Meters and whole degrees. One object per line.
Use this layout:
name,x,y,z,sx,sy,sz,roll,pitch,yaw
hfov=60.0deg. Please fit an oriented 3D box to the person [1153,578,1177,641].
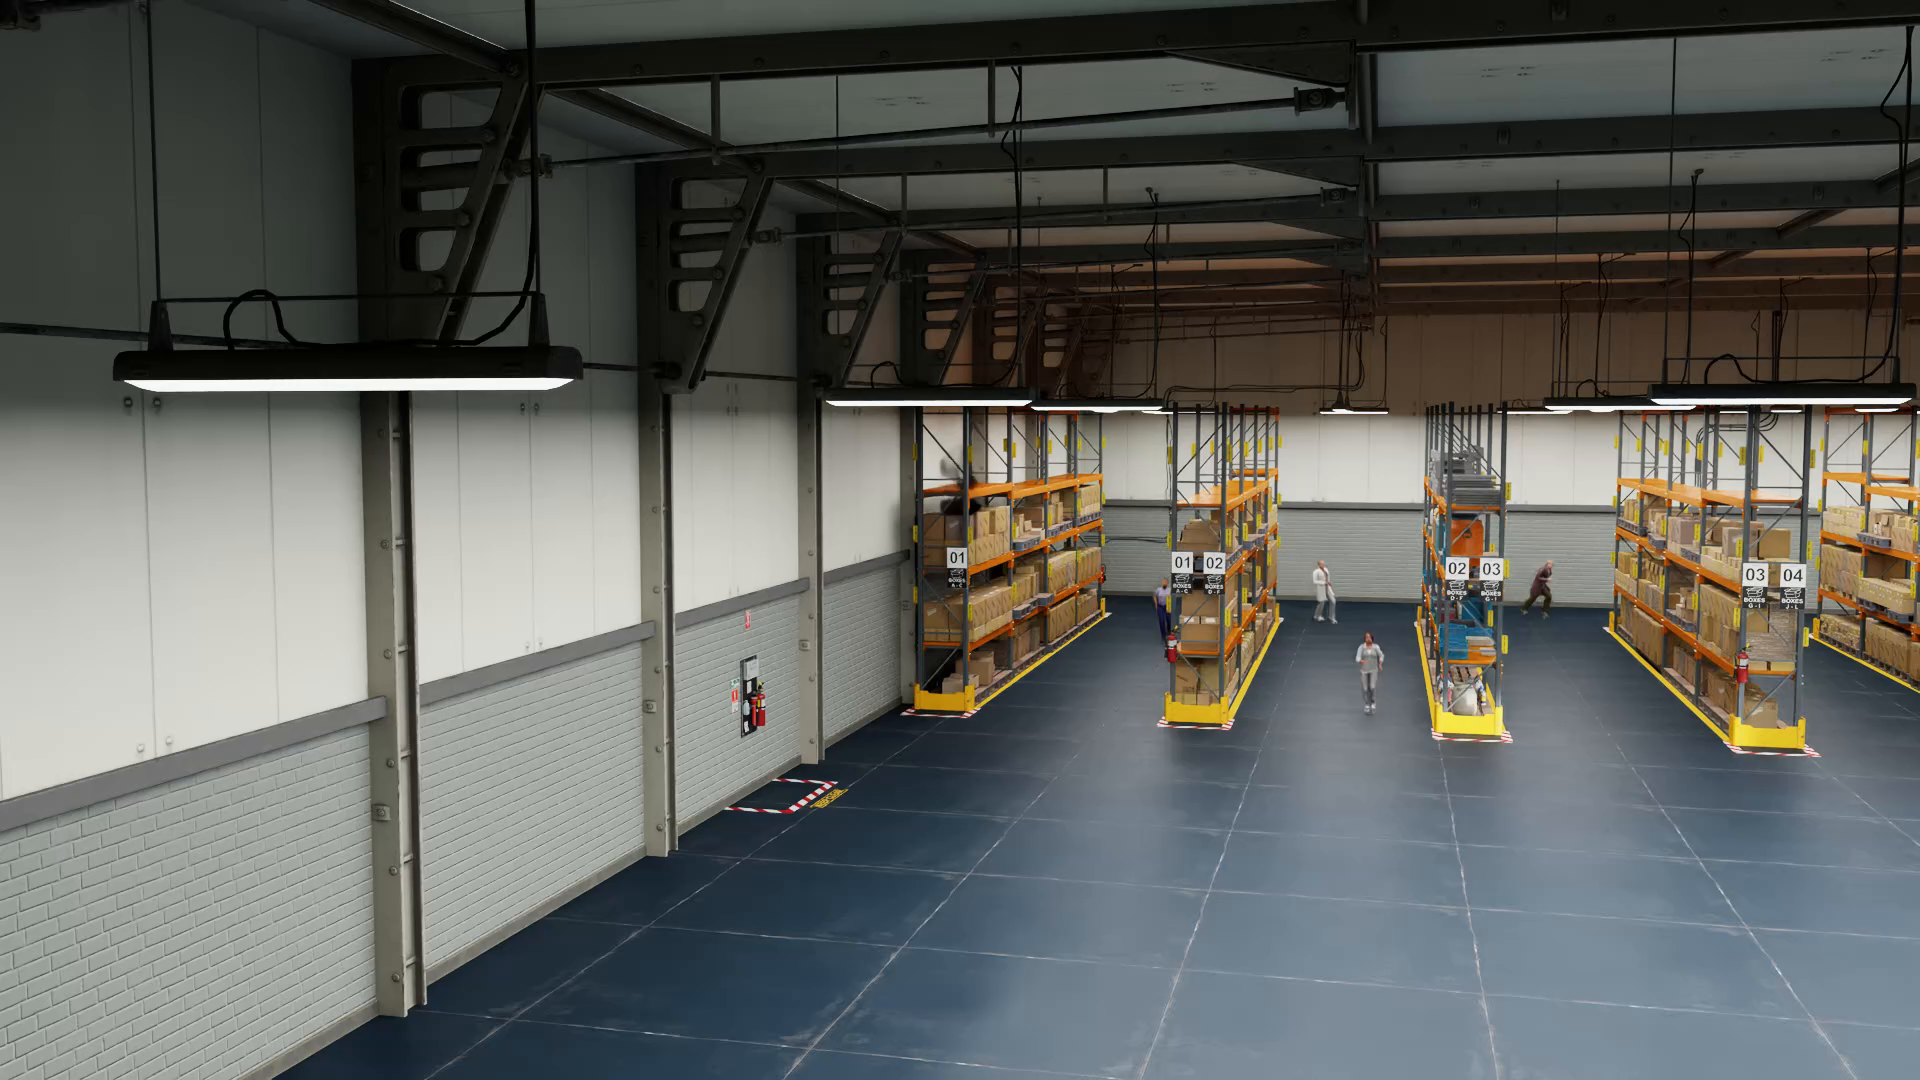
person,5.253,1.773,42.651,0.603,1.604,0.621,1,4,10

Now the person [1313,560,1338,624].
person,10.064,1.438,46.238,0.706,1.785,0.860,-2,5,-27

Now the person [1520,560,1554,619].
person,16.551,1.402,47.594,0.752,1.737,1.072,-4,6,-40

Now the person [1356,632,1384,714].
person,7.879,2.556,32.003,0.512,1.570,0.636,1,4,17
